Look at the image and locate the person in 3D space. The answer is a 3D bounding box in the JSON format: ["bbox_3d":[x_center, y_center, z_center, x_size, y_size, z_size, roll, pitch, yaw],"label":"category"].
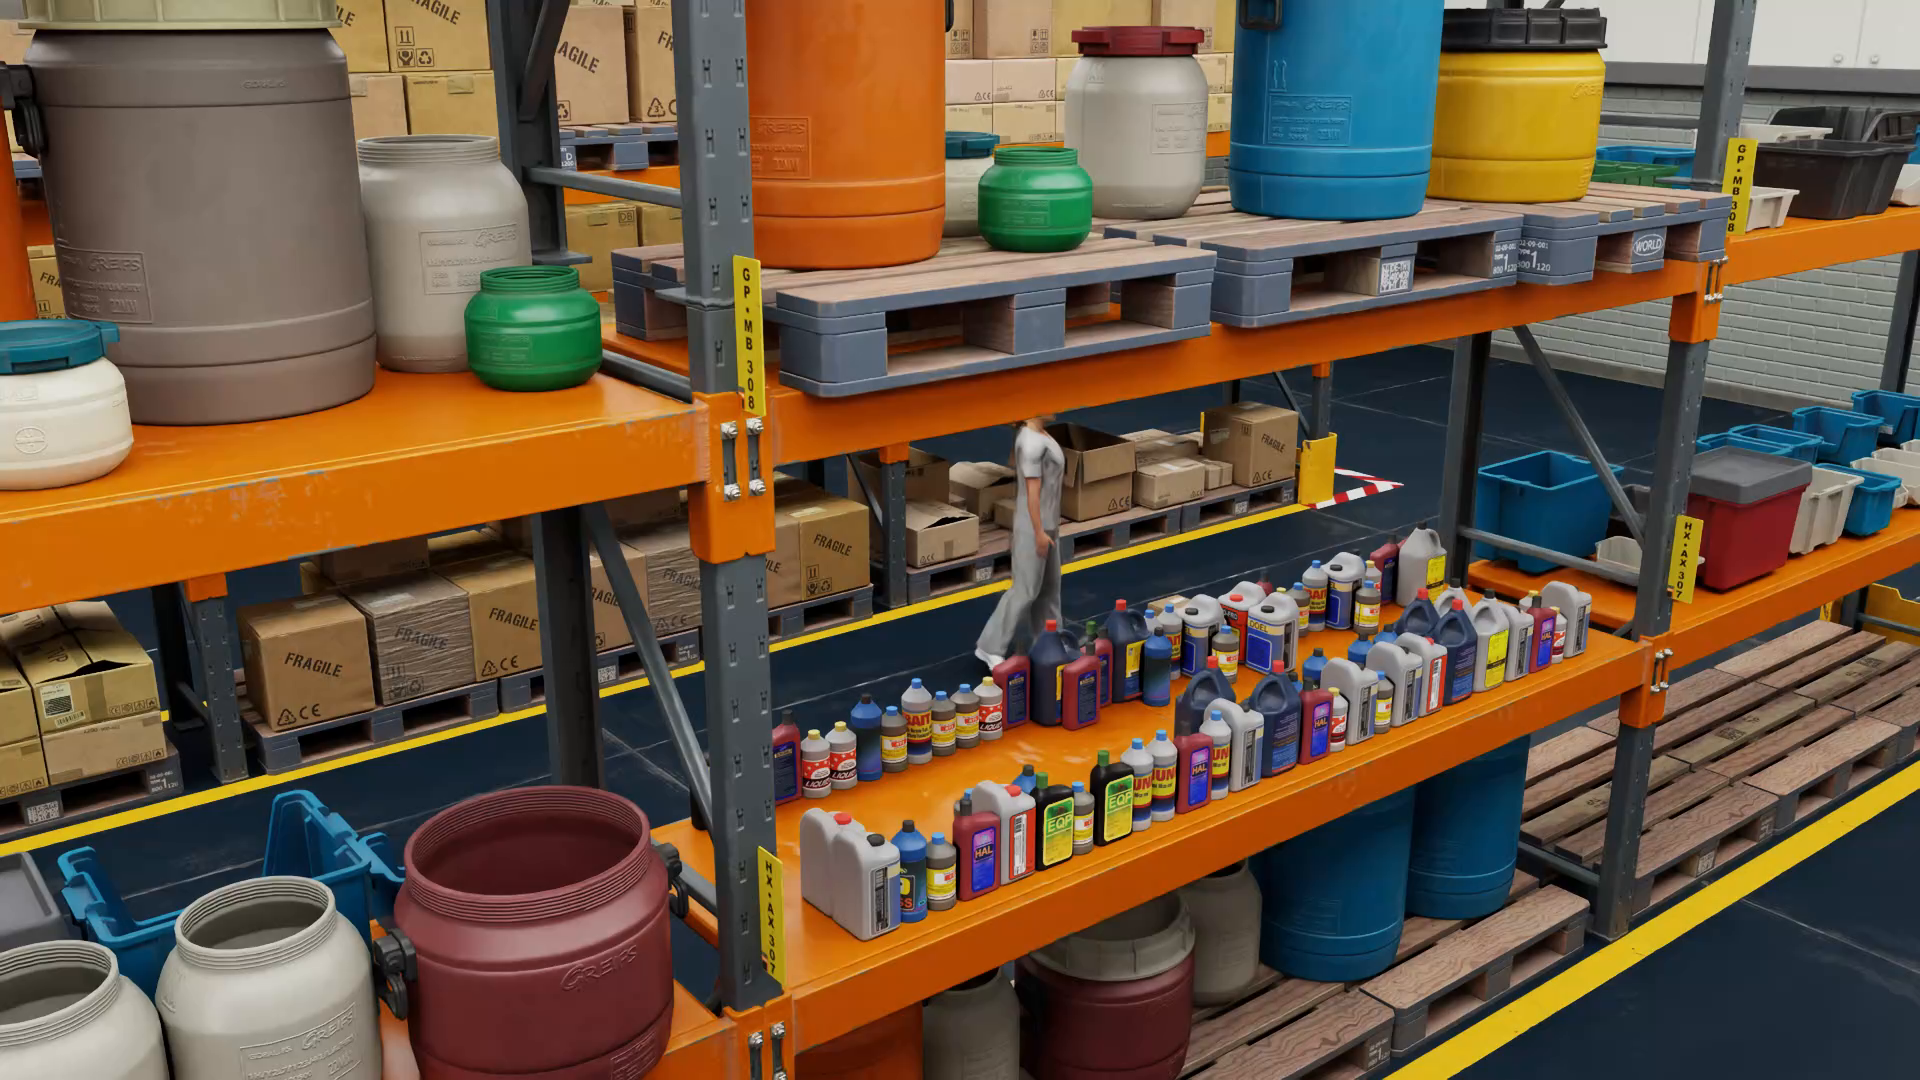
[{"bbox_3d":[0.401,-0.077,9.277,0.627,1.671,0.482,2,18,8],"label":"person"}]
